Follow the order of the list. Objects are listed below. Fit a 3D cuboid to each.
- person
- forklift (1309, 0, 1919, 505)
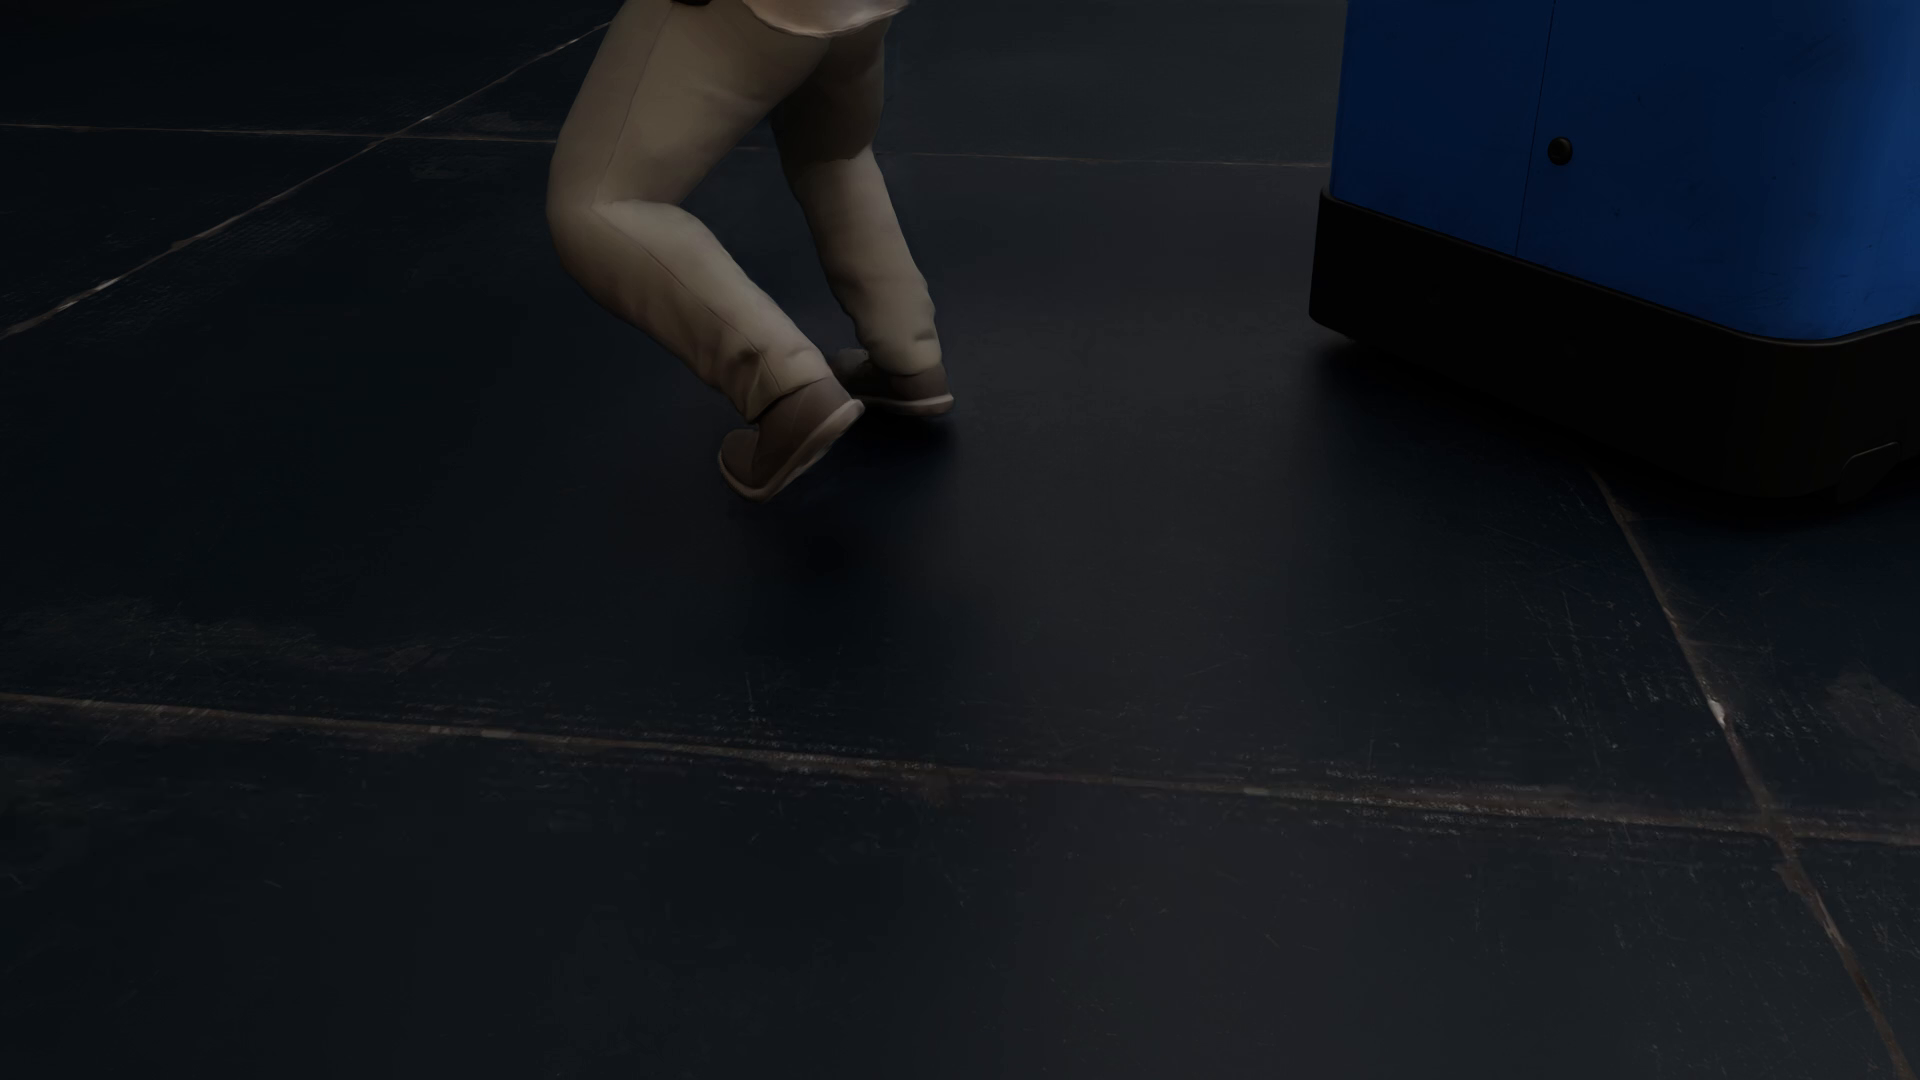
[{"bbox_3d":[-0.107,-0.925,2.547,0.737,1.594,1.072,15,30,28],"label":"person"},{"bbox_3d":[2.203,-1.838,2.901,3.031,2.935,1.130,-15,30,-27],"label":"forklift"}]
